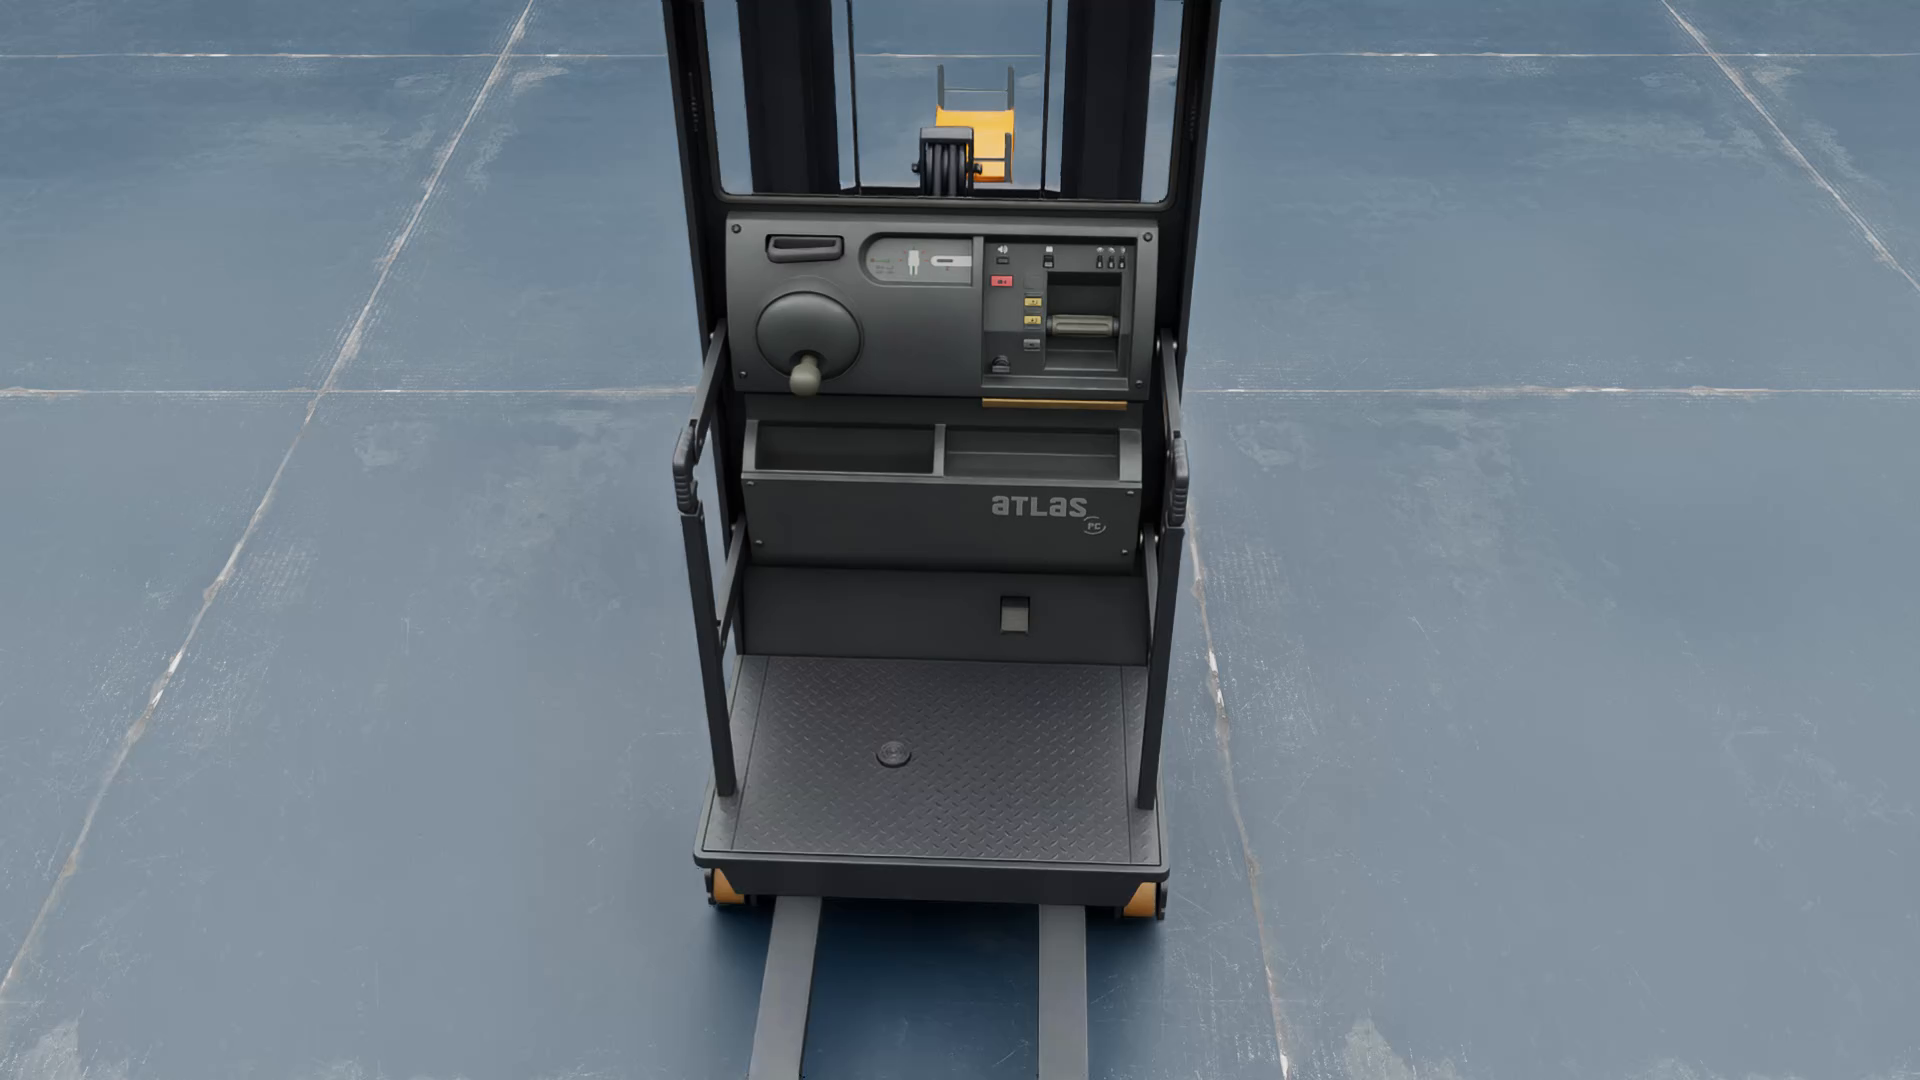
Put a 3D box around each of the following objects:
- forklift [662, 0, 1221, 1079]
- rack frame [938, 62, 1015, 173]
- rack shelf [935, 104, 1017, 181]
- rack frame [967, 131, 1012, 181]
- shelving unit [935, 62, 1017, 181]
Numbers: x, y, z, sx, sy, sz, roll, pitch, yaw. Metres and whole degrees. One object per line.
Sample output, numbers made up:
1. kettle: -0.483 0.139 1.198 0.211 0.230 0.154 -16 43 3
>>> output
1. forklift: -0.048 -0.427 3.439 1.130 2.935 3.031 1 39 2
2. rack frame: 0.051 -1.016 5.558 0.240 1.200 0.015 1 39 2
3. rack shelf: 0.041 -1.170 5.122 0.258 0.148 0.480 1 39 2
4. rack frame: 0.031 -0.711 5.177 0.240 1.200 0.015 1 39 2
5. shelving unit: 0.041 -0.863 5.368 0.258 1.200 0.503 1 39 2
